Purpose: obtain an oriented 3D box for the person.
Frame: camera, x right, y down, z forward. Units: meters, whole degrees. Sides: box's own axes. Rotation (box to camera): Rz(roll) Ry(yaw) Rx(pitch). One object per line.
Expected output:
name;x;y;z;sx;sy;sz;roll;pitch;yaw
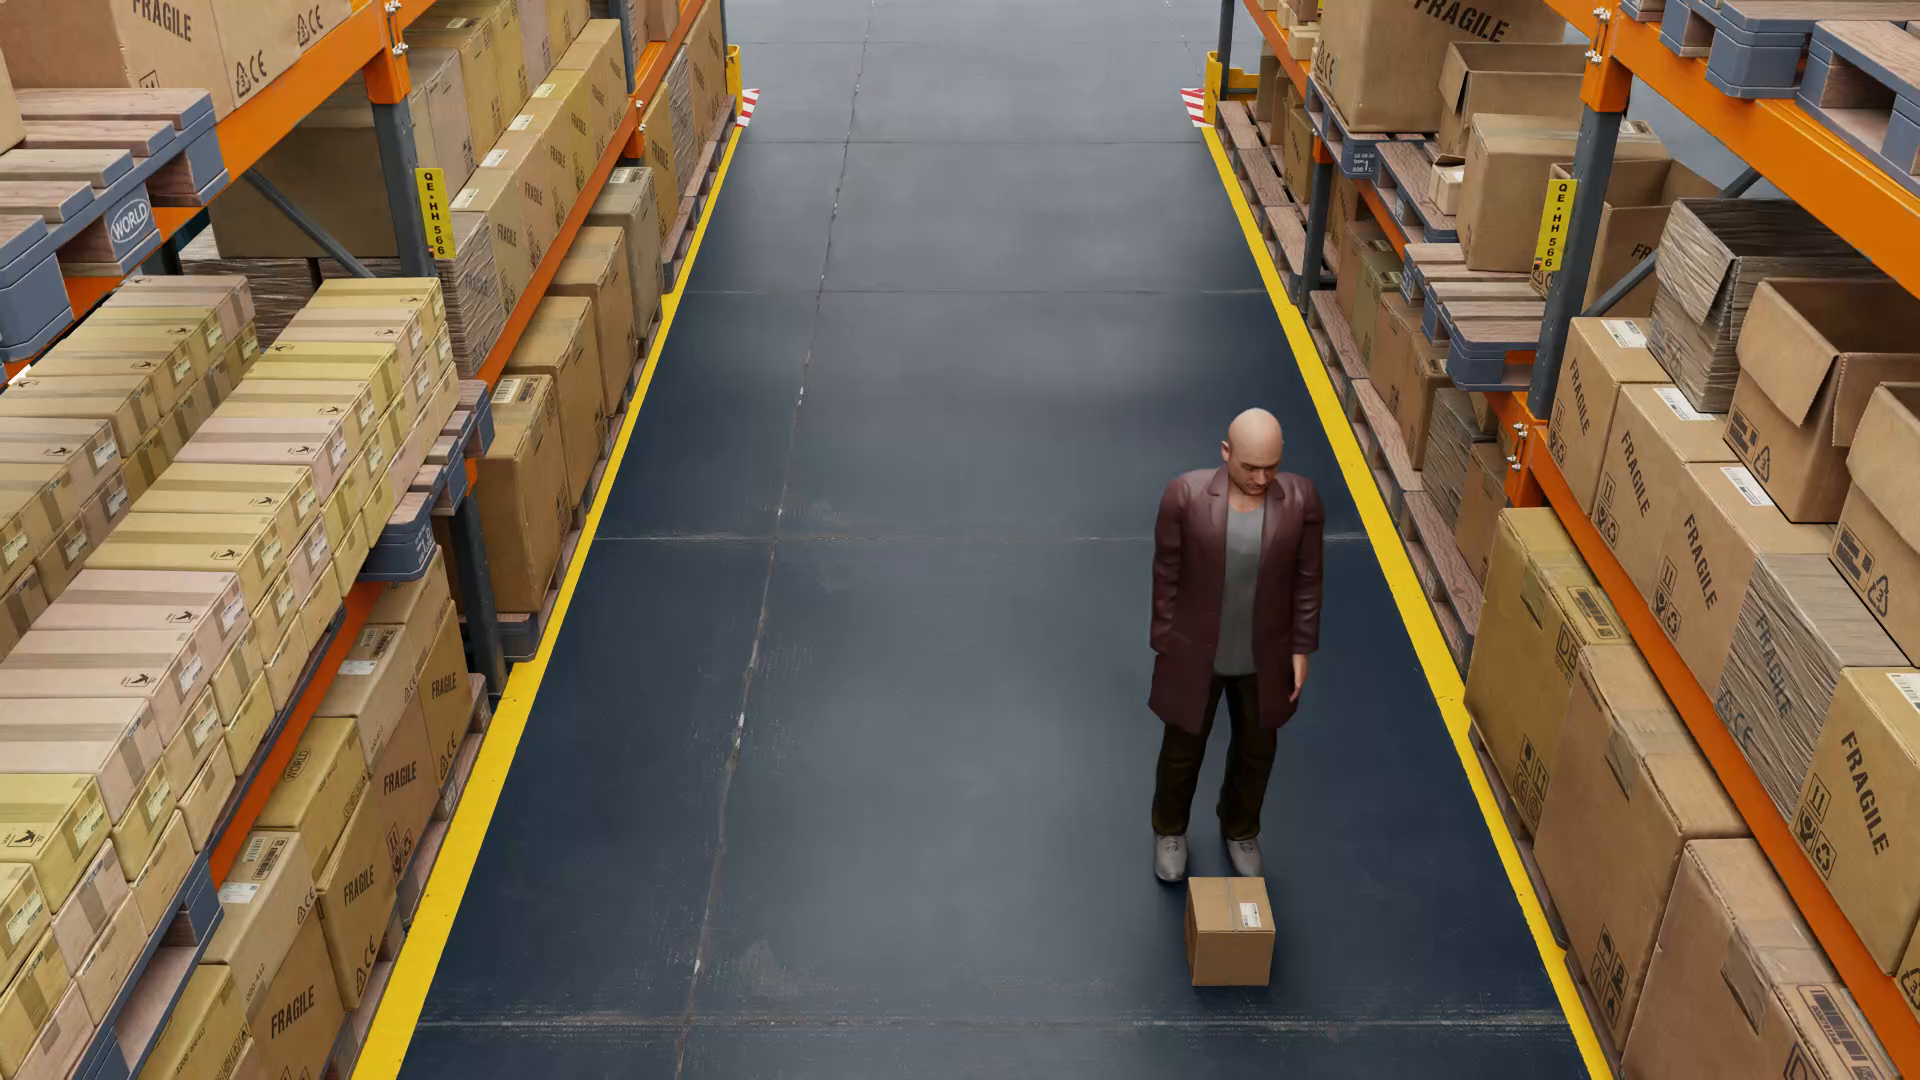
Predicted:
person;0.909;0.372;5.541;0.562;1.773;0.379;0;31;1
